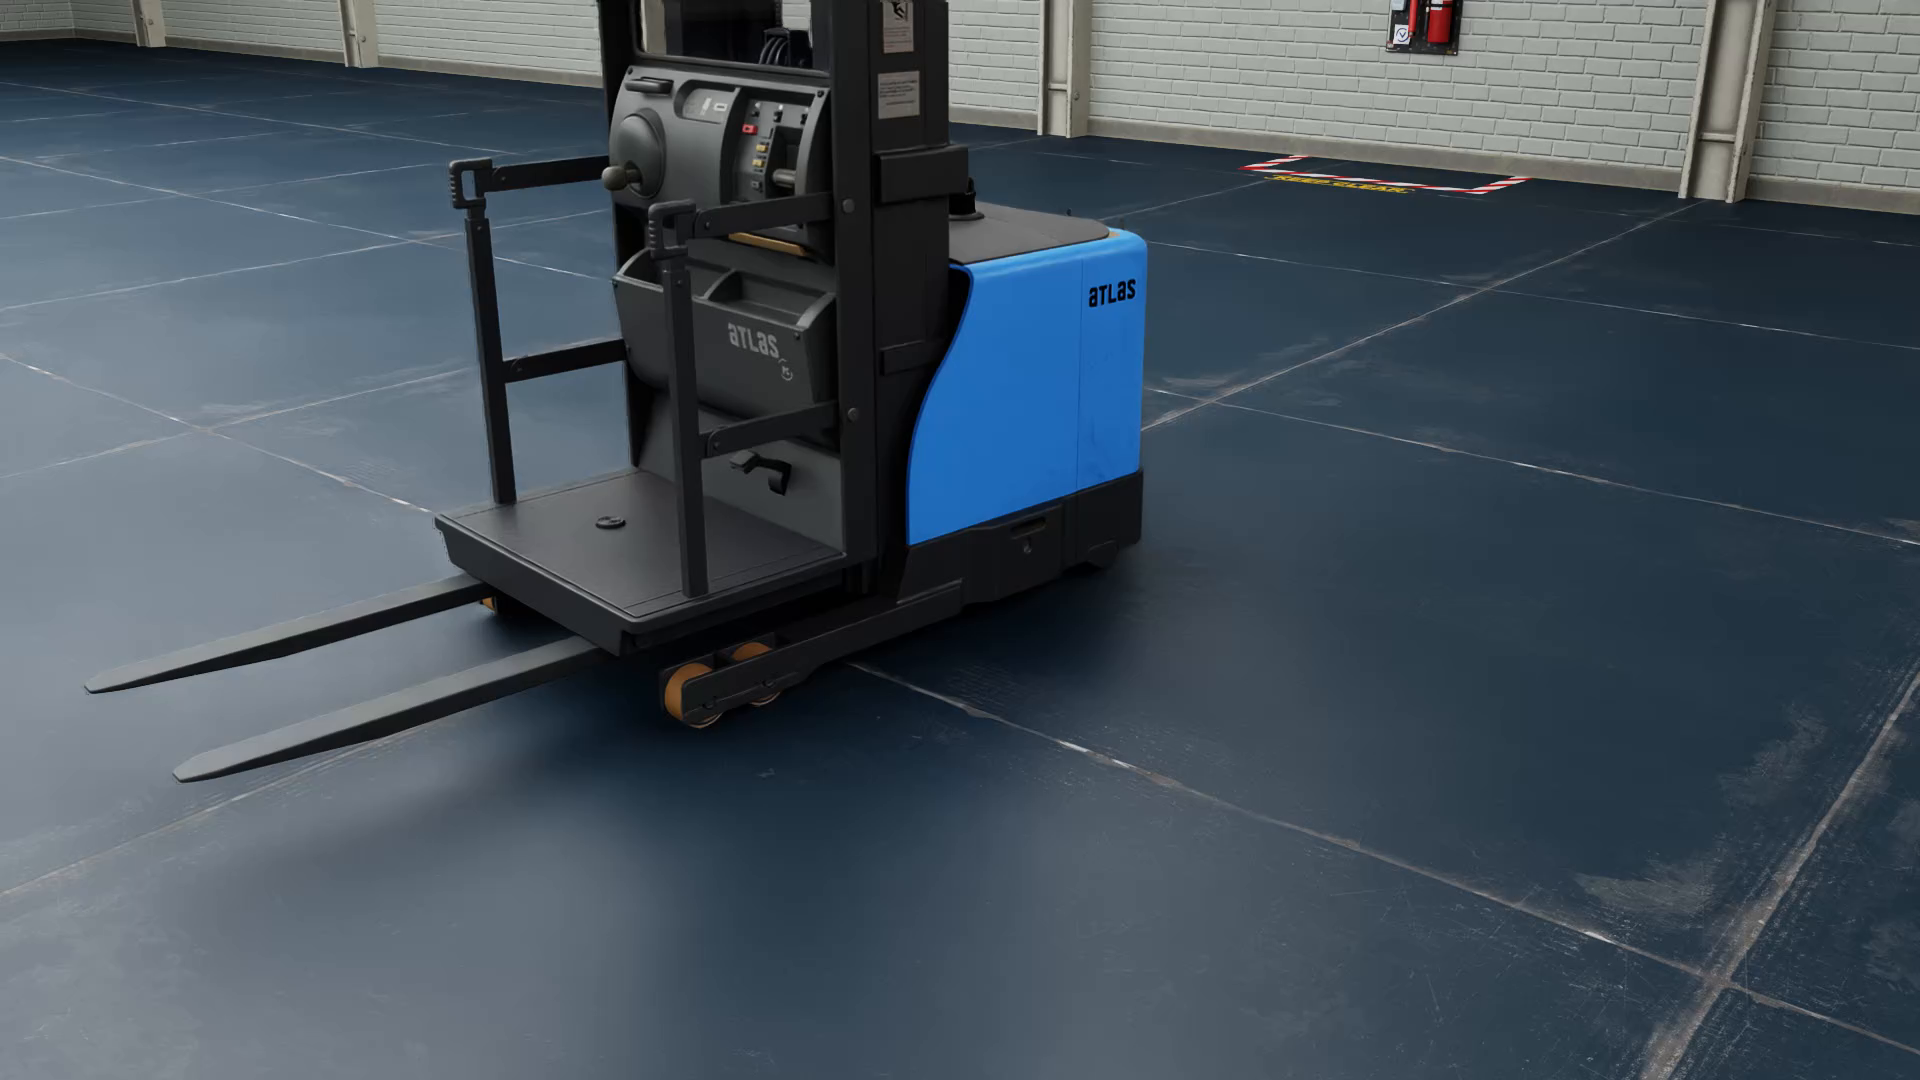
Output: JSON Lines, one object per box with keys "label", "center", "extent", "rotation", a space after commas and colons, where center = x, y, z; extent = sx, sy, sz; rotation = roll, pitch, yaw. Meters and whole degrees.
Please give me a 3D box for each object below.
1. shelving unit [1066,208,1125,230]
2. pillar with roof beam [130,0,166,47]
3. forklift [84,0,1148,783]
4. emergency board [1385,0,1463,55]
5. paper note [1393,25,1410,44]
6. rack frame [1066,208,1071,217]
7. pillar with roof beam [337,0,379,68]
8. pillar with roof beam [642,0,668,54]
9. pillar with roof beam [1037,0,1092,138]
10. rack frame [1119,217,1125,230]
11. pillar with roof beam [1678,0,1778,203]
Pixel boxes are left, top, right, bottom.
{"label": "shelving unit", "center": [0.390, -0.594, 5.754], "extent": [0.215, 1.050, 0.252], "rotation": [-18, 27, -40]}
{"label": "pillar with roof beam", "center": [-15.674, -10.958, 21.973], "extent": [0.400, 9.000, 9.100], "rotation": [16, 26, 36]}
{"label": "forklift", "center": [-0.824, -1.085, 4.393], "extent": [3.031, 2.935, 1.130], "rotation": [-18, 27, -40]}
{"label": "emergency board", "center": [3.751, -4.535, 13.443], "extent": [0.643, 1.169, 0.194], "rotation": [16, 26, 36]}
{"label": "paper note", "center": [3.658, -4.181, 13.753], "extent": [0.142, 0.148, 0.016], "rotation": [16, 26, 36]}
{"label": "rack frame", "center": [0.307, -0.625, 5.838], "extent": [0.200, 1.050, 0.008], "rotation": [-18, 27, -40]}
{"label": "pillar with roof beam", "center": [-11.026, -9.619, 18.423], "extent": [0.400, 9.000, 9.100], "rotation": [16, 26, 36]}
{"label": "pillar with roof beam", "center": [-6.377, -8.281, 14.873], "extent": [0.400, 9.000, 9.100], "rotation": [16, 26, 36]}
{"label": "pillar with roof beam", "center": [-1.729, -6.942, 11.324], "extent": [0.400, 9.000, 9.100], "rotation": [16, 26, 36]}
{"label": "rack frame", "center": [0.473, -0.562, 5.671], "extent": [0.200, 1.050, 0.008], "rotation": [-18, 27, -40]}
{"label": "pillar with roof beam", "center": [2.919, -5.603, 7.774], "extent": [0.400, 9.000, 9.100], "rotation": [16, 26, 36]}
